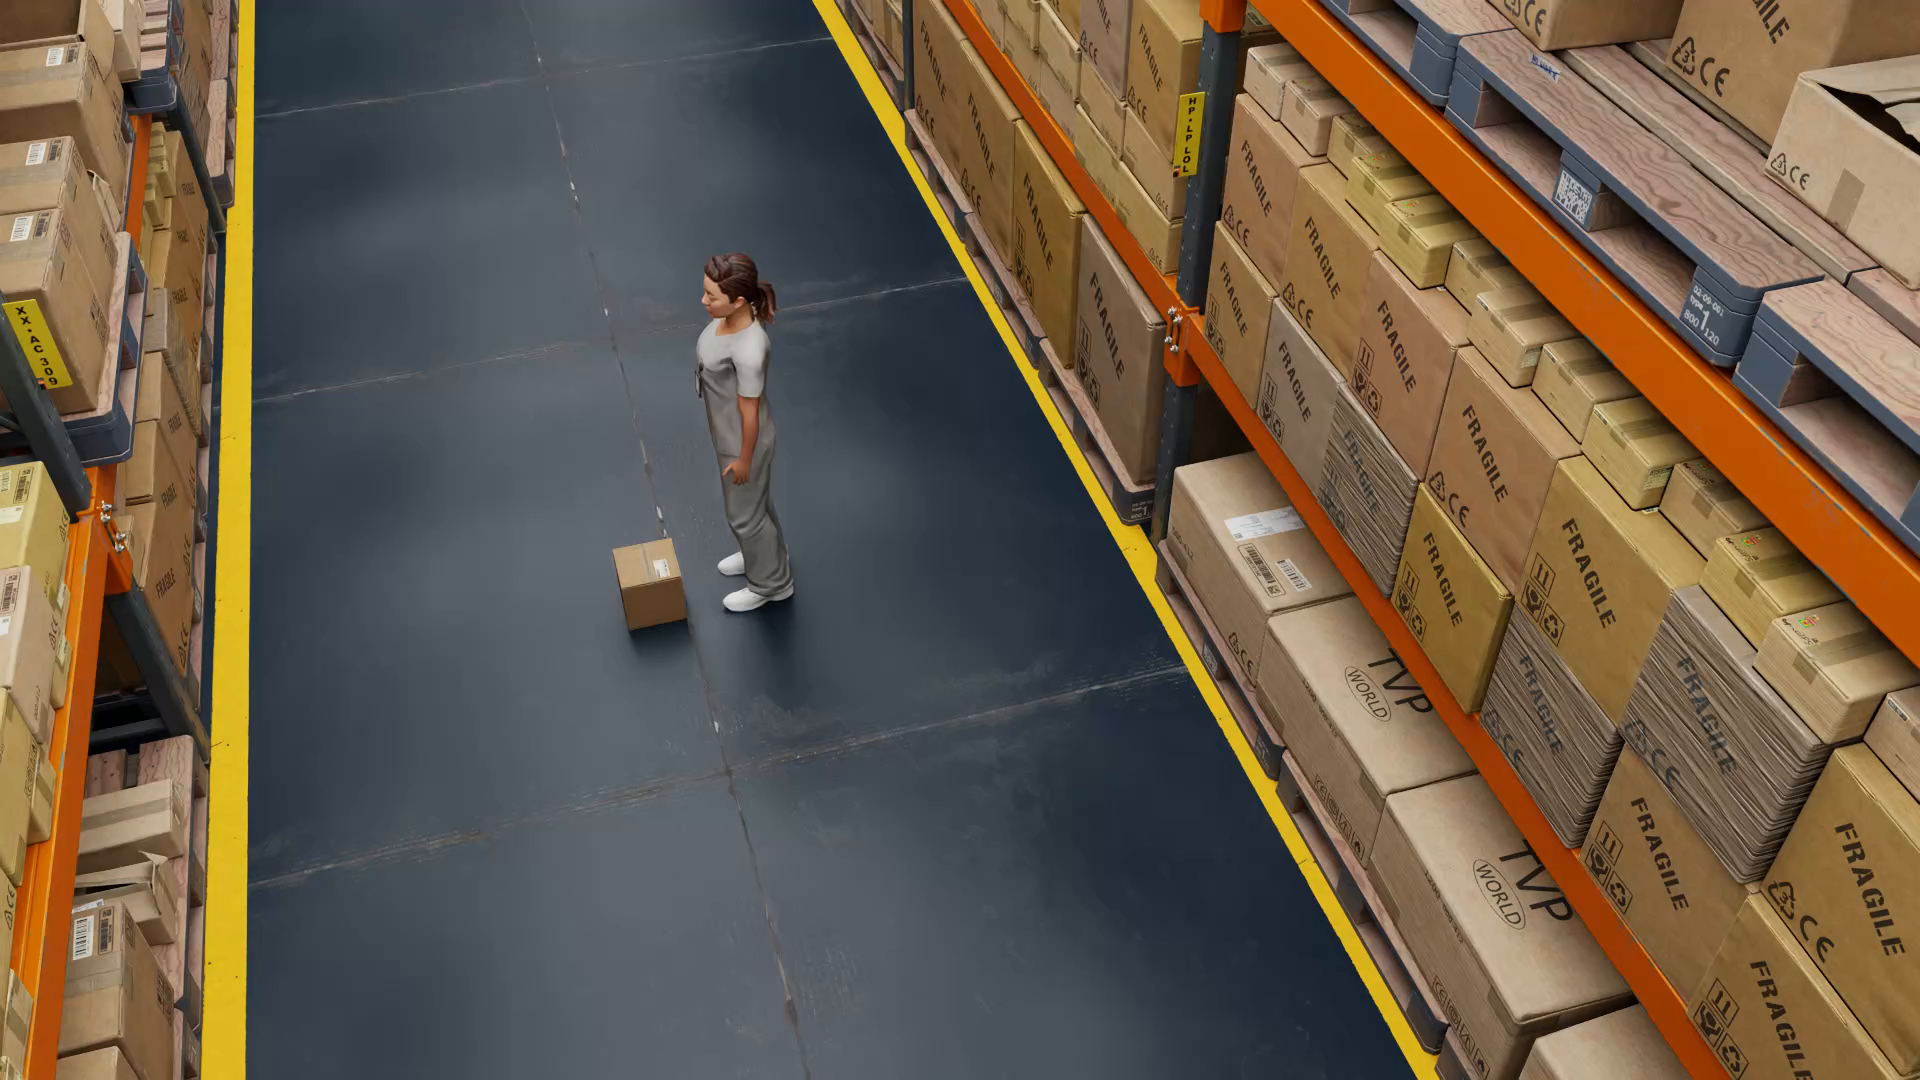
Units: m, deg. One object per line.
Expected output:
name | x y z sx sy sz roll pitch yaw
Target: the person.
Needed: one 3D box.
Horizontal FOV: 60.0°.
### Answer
person | -0.862 -0.418 6.629 0.356 1.674 0.439 -11 44 -12
